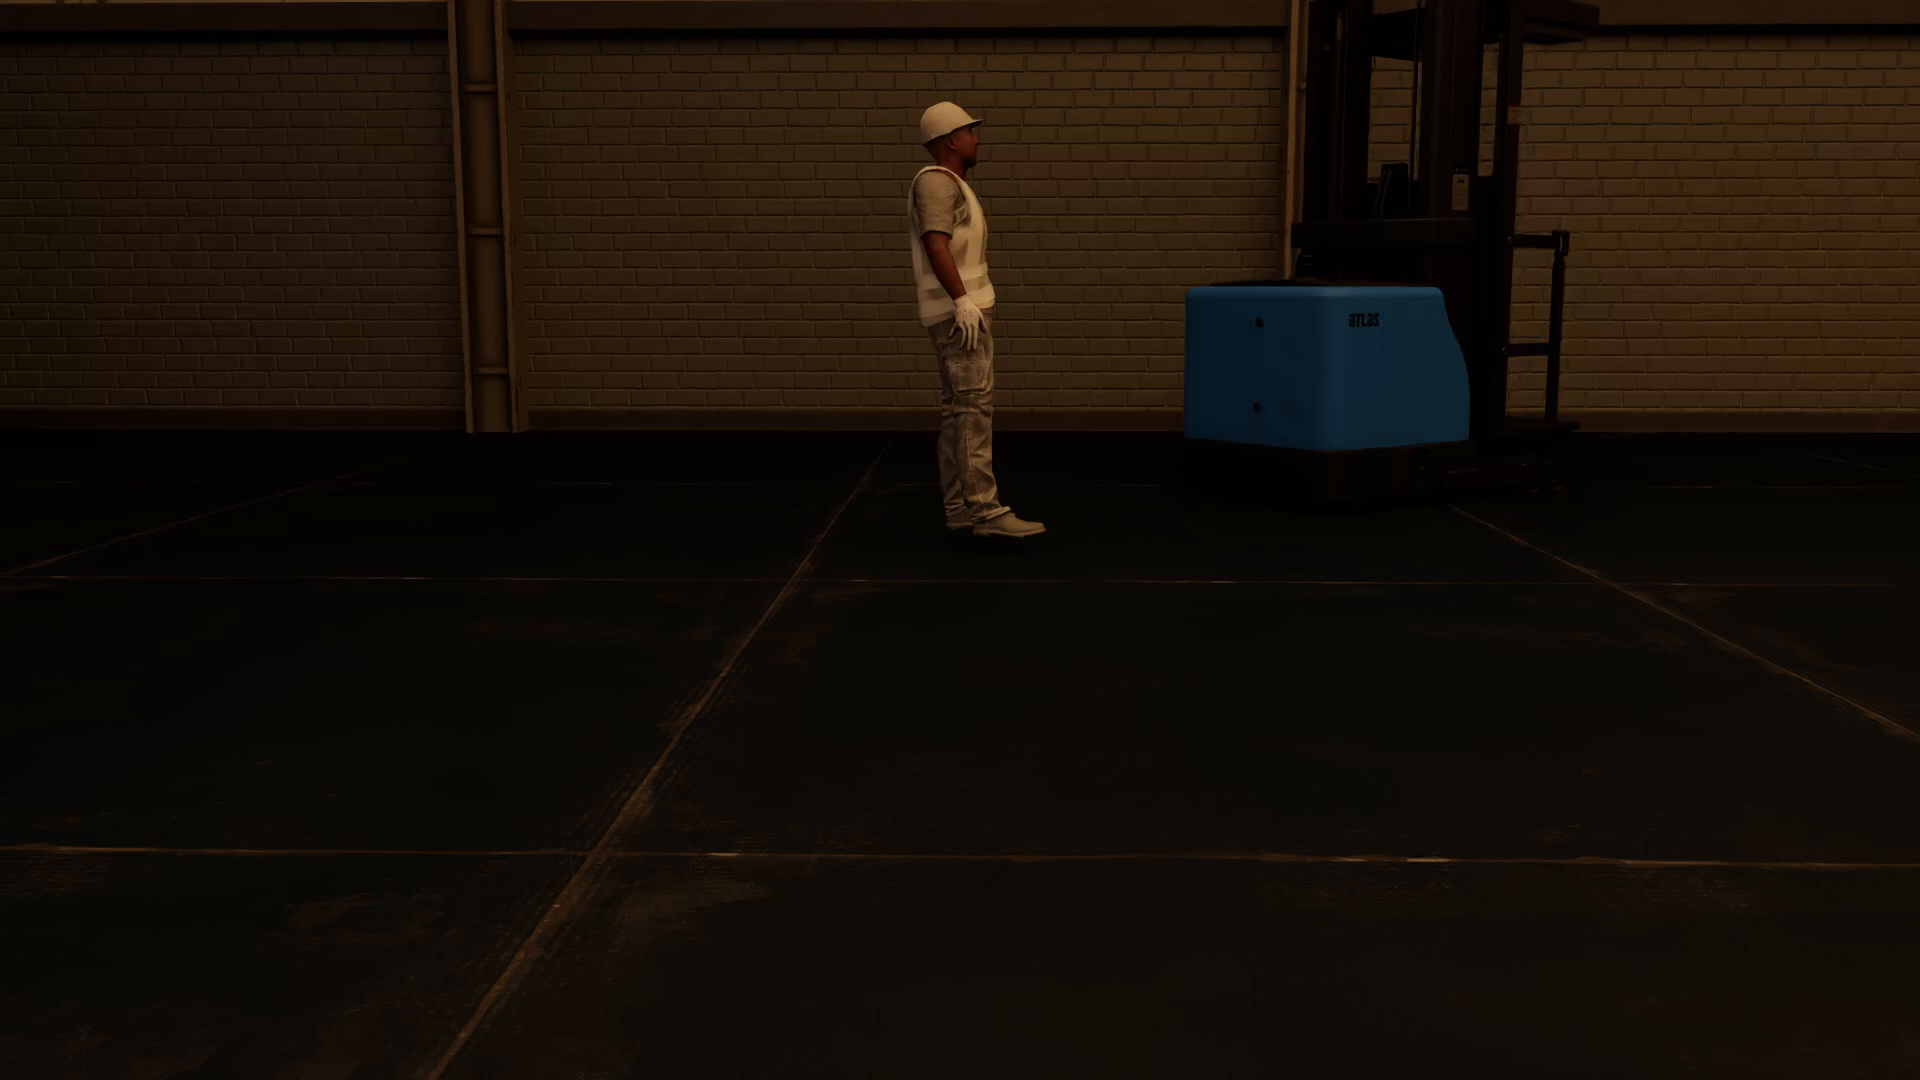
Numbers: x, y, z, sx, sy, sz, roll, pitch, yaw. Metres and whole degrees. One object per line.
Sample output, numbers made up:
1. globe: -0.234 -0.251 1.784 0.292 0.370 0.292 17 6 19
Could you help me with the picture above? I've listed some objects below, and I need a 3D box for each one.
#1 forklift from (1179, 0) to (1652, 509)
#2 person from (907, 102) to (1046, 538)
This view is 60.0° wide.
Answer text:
1. forklift: 2.613 -1.746 8.854 3.031 2.935 1.130 -6 11 -36
2. person: 0.072 -0.926 6.976 0.575 1.784 0.656 0 9 1
